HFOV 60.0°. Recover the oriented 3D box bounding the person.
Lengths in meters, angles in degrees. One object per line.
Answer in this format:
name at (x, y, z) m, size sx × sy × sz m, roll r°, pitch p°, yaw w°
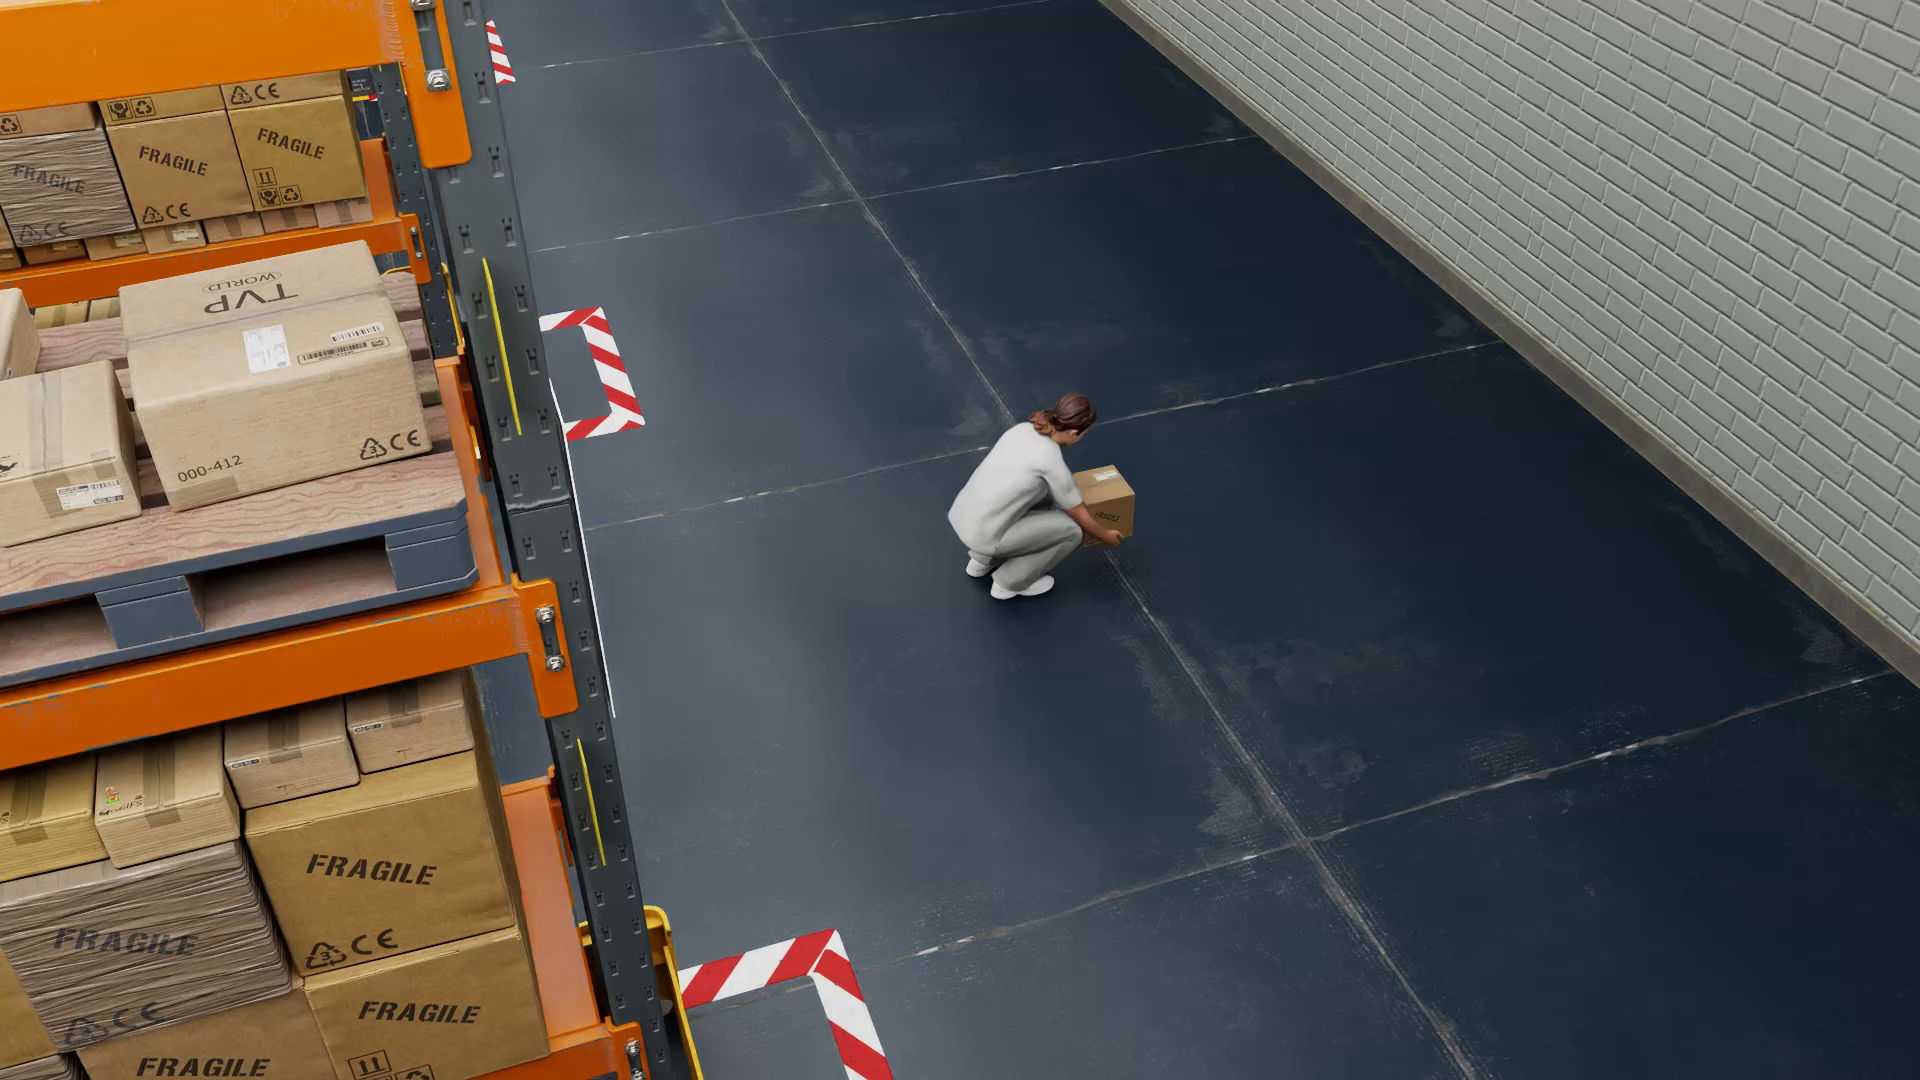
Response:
person at (0.344, -0.208, 7.661) m, size 0.806 × 0.936 × 0.479 m, roll -13°, pitch 40°, yaw -16°
